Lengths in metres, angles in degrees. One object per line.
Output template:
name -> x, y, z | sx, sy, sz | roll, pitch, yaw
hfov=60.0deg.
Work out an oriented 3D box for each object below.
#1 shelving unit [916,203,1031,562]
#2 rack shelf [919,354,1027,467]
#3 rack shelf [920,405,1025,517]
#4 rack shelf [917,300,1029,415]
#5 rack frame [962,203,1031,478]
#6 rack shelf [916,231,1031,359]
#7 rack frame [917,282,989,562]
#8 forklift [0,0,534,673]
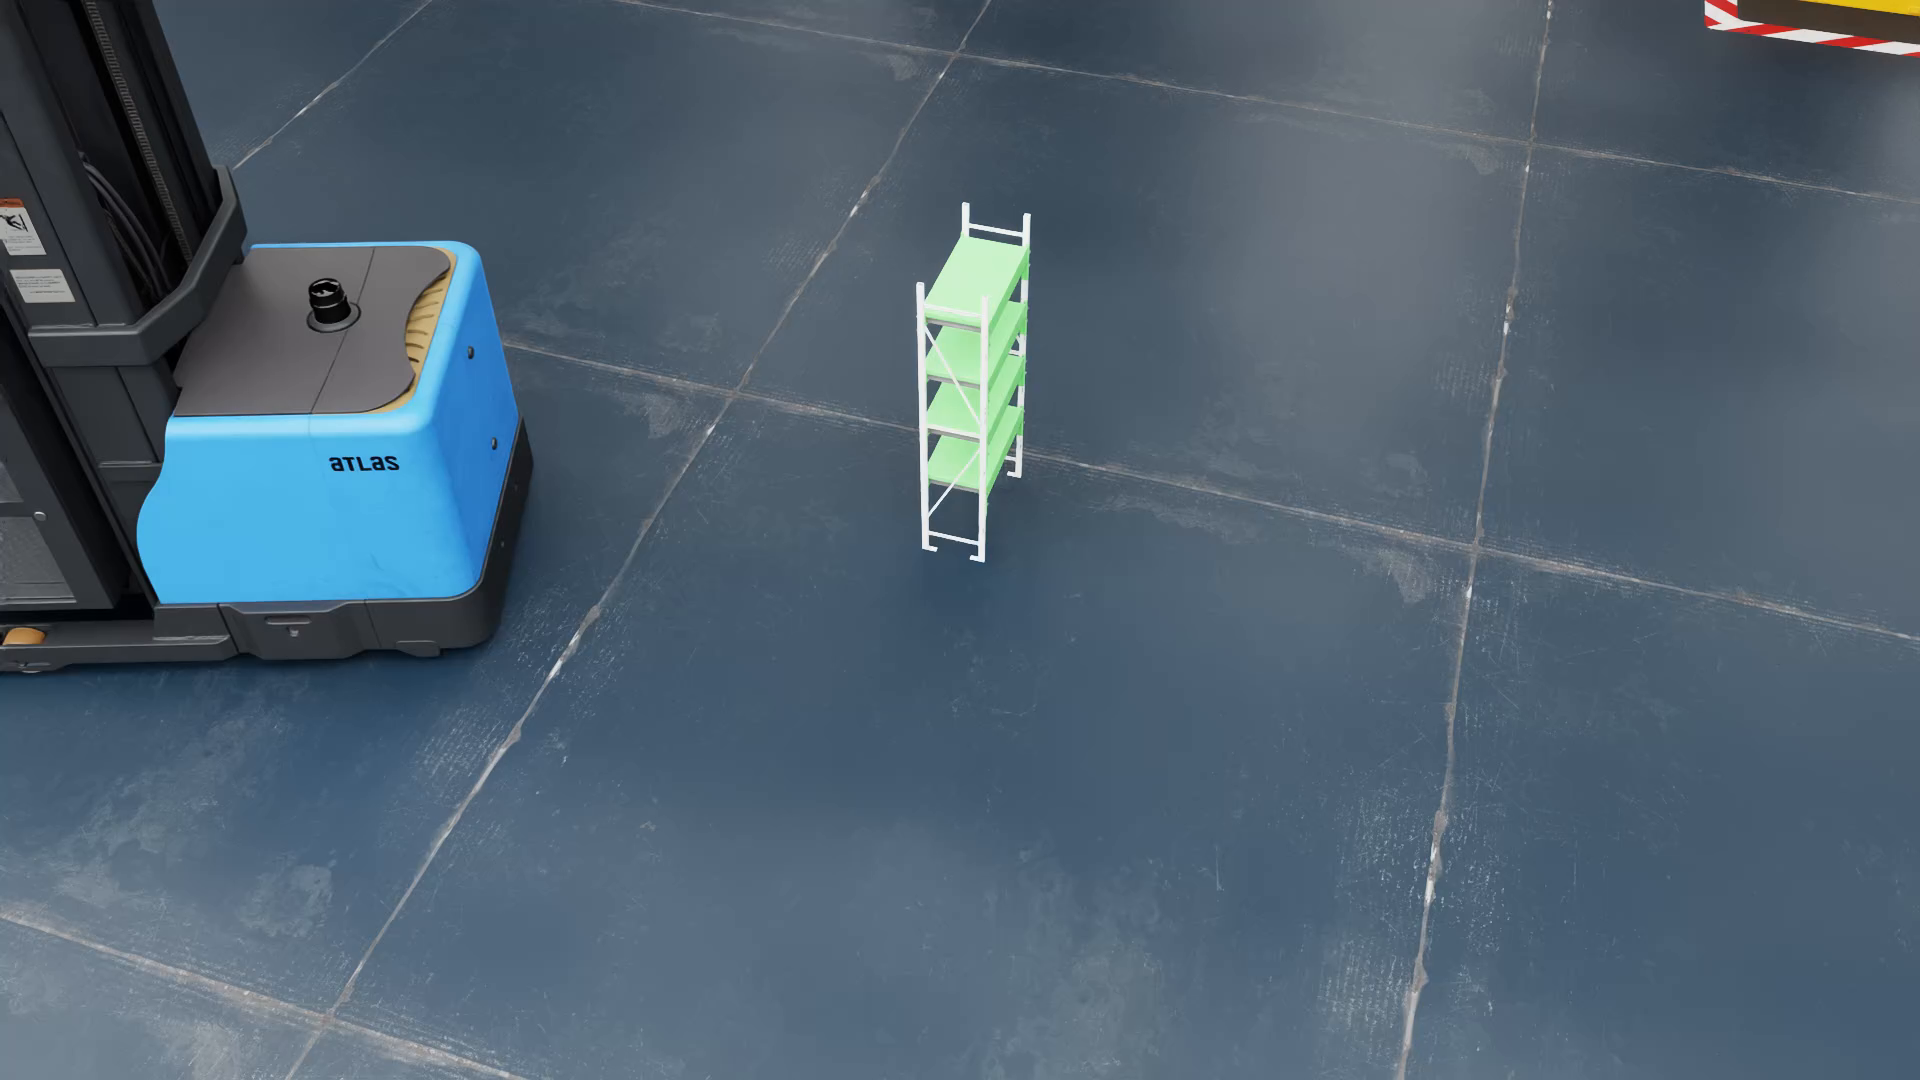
shelving unit -> 0.050, -0.539, 5.943 | 0.258, 1.200, 0.503 | 13, 46, 12
rack shelf -> 0.050, -0.494, 5.988 | 0.258, 0.148, 0.480 | 13, 46, 12
rack shelf -> 0.050, -0.322, 6.156 | 0.258, 0.148, 0.480 | 13, 46, 12
rack shelf -> 0.050, -0.665, 5.820 | 0.258, 0.148, 0.480 | 13, 46, 12
rack frame -> 0.124, -0.702, 6.109 | 0.240, 1.200, 0.015 | 13, 46, 12
rack shelf -> 0.050, -0.837, 5.652 | 0.258, 0.148, 0.480 | 13, 46, 12
rack frame -> -0.024, -0.377, 5.777 | 0.240, 1.200, 0.015 | 13, 46, 12
forklift -> -3.153, -0.959, 5.135 | 3.031, 2.935, 1.130 | -1, 44, -1
